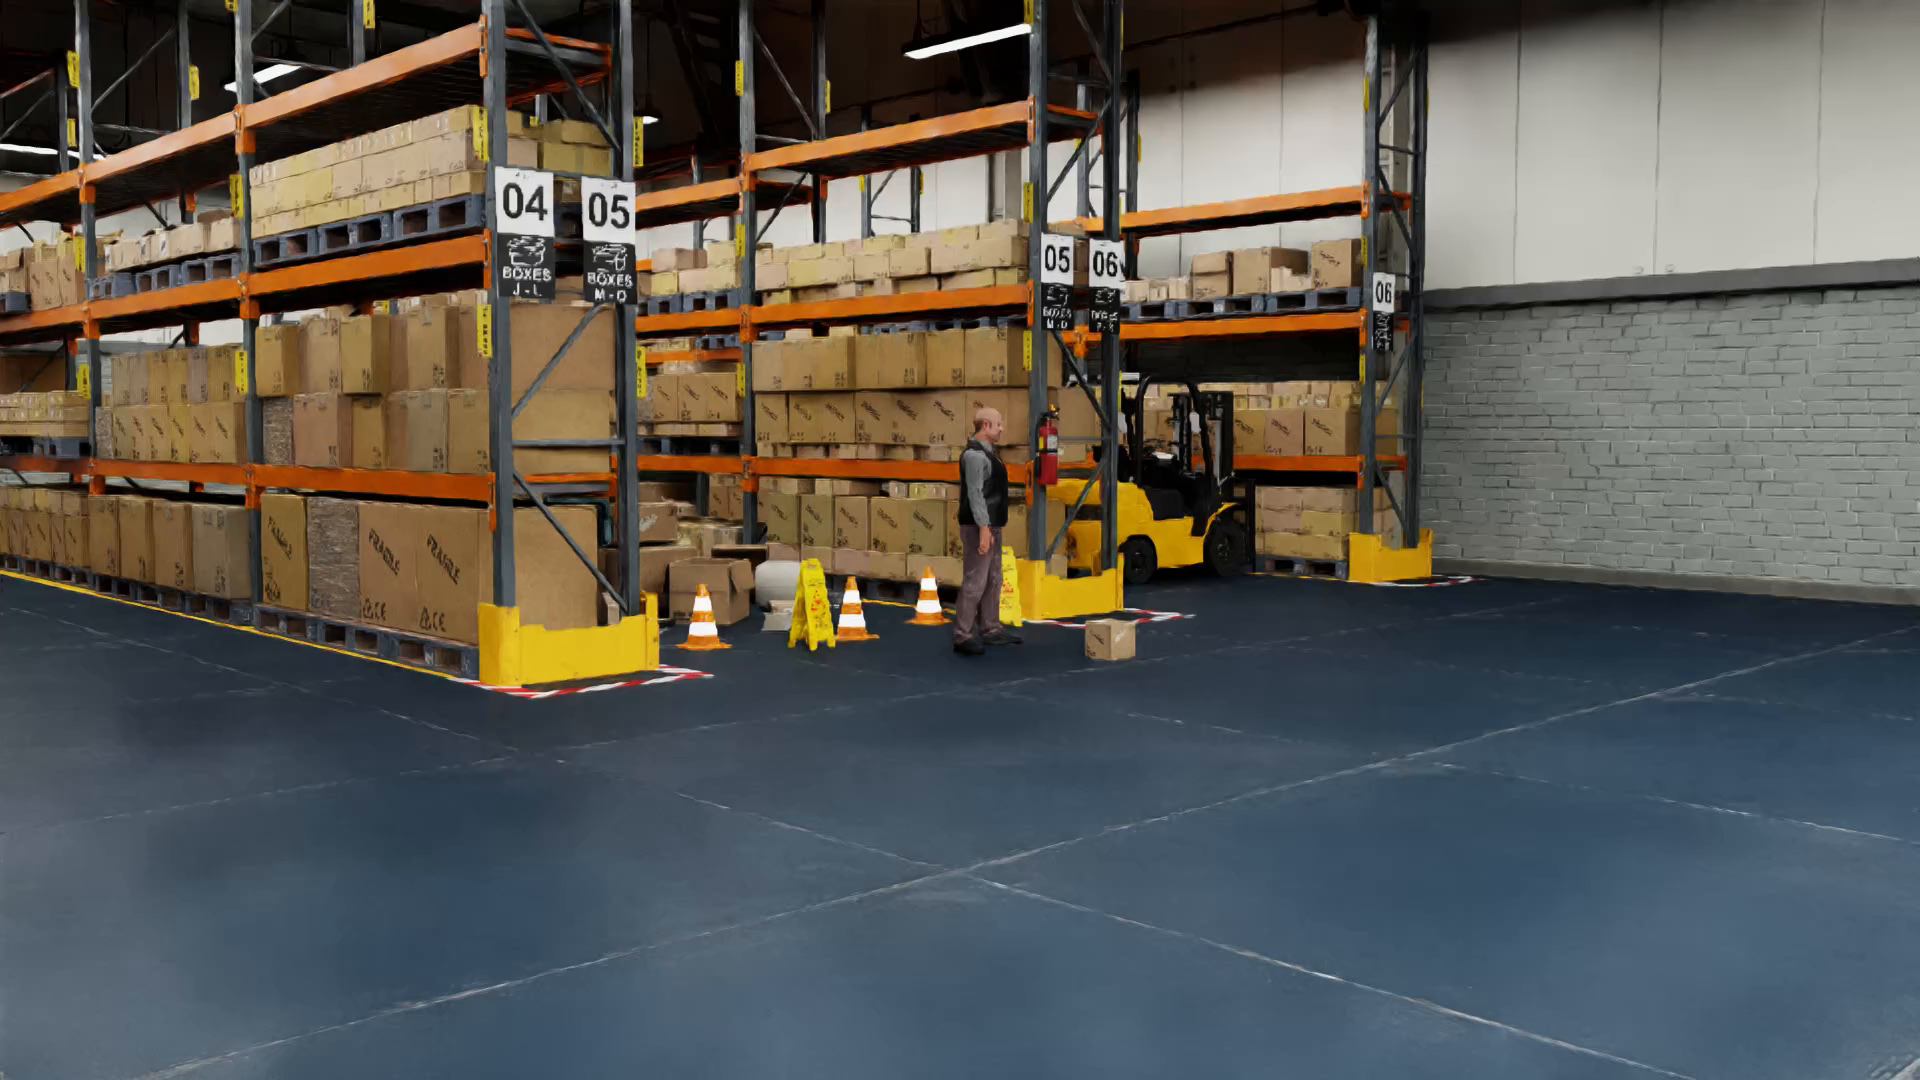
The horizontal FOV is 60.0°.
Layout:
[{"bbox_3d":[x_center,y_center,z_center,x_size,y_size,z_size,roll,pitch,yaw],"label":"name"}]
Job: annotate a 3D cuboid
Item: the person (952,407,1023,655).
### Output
[{"bbox_3d":[0.187,-0.077,11.776,0.466,1.722,0.672,1,4,8],"label":"person"}]
